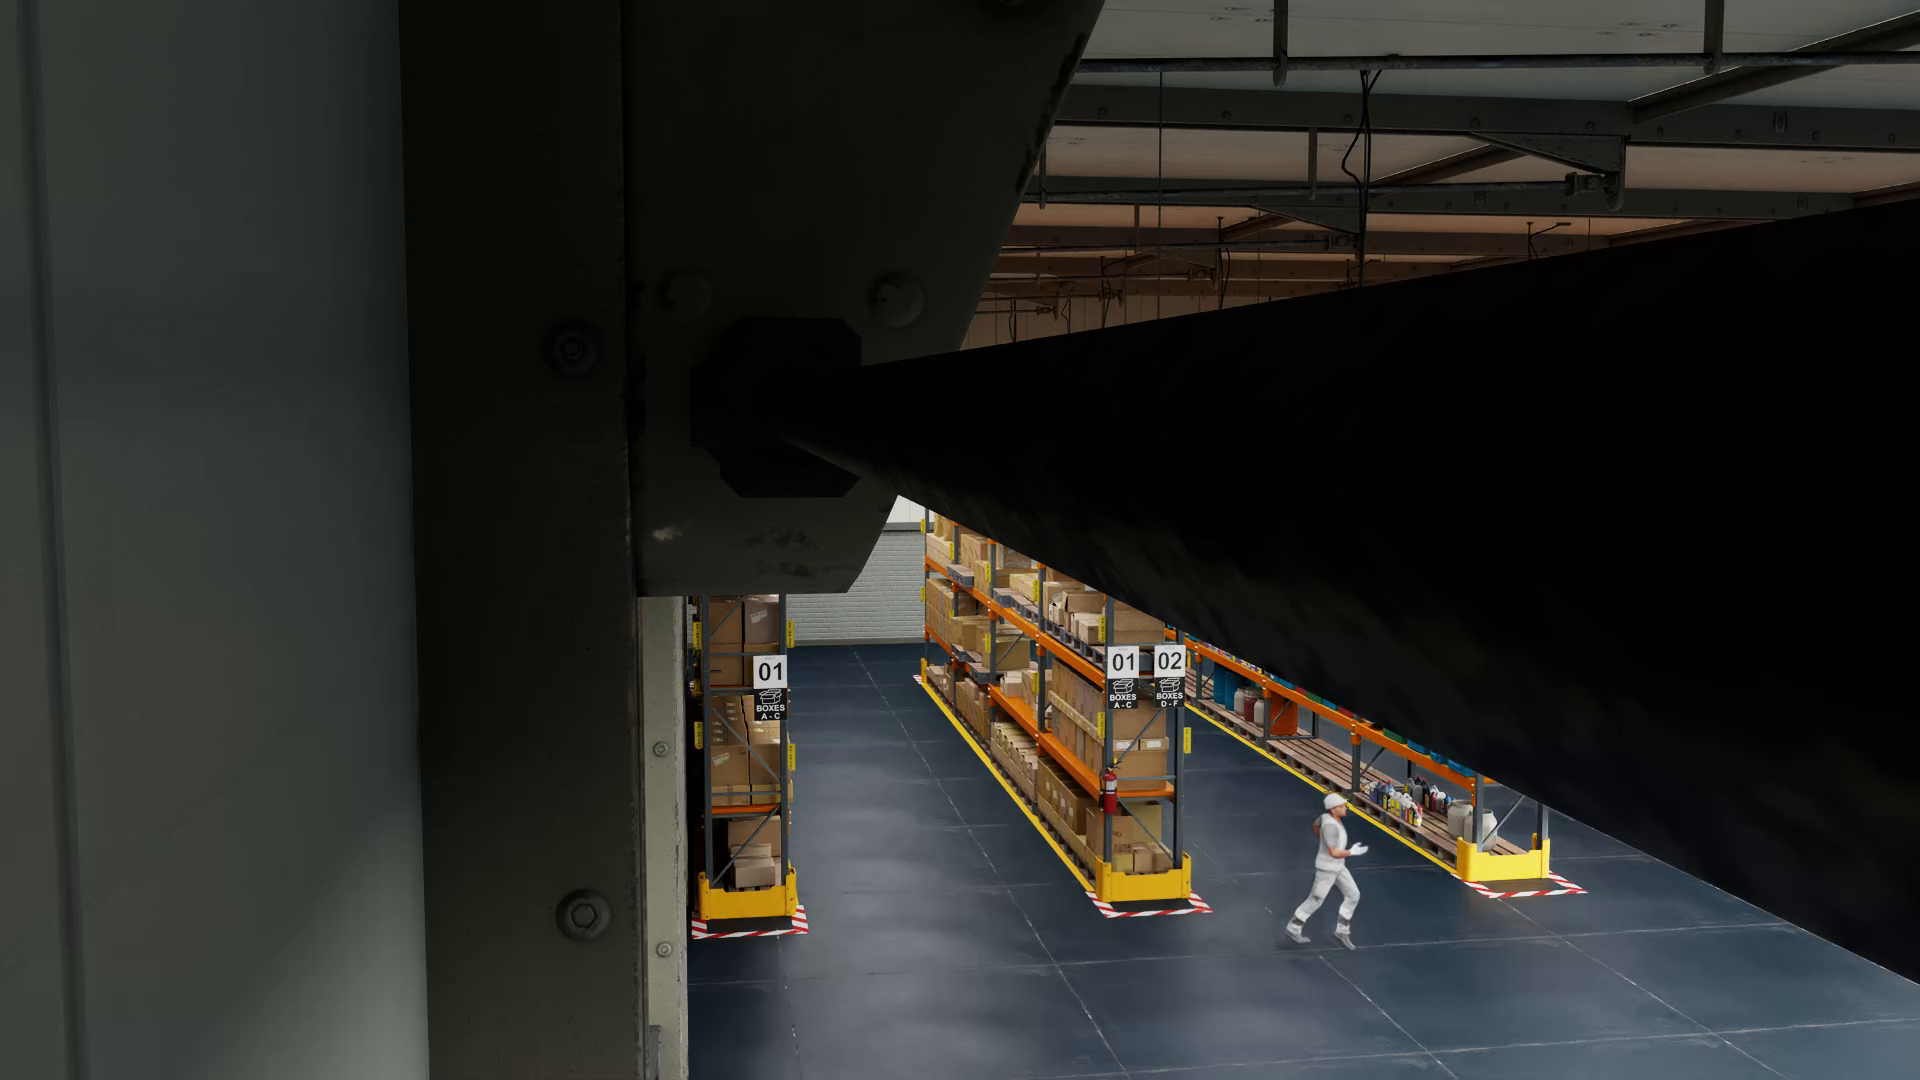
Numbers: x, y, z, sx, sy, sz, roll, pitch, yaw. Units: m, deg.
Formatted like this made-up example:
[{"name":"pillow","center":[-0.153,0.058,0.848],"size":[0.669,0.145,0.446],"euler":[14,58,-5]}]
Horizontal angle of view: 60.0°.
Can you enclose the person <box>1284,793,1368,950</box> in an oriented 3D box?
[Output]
[{"name":"person","center":[4.196,3.773,18.962],"size":[0.915,1.822,0.672],"euler":[2,5,23]}]
